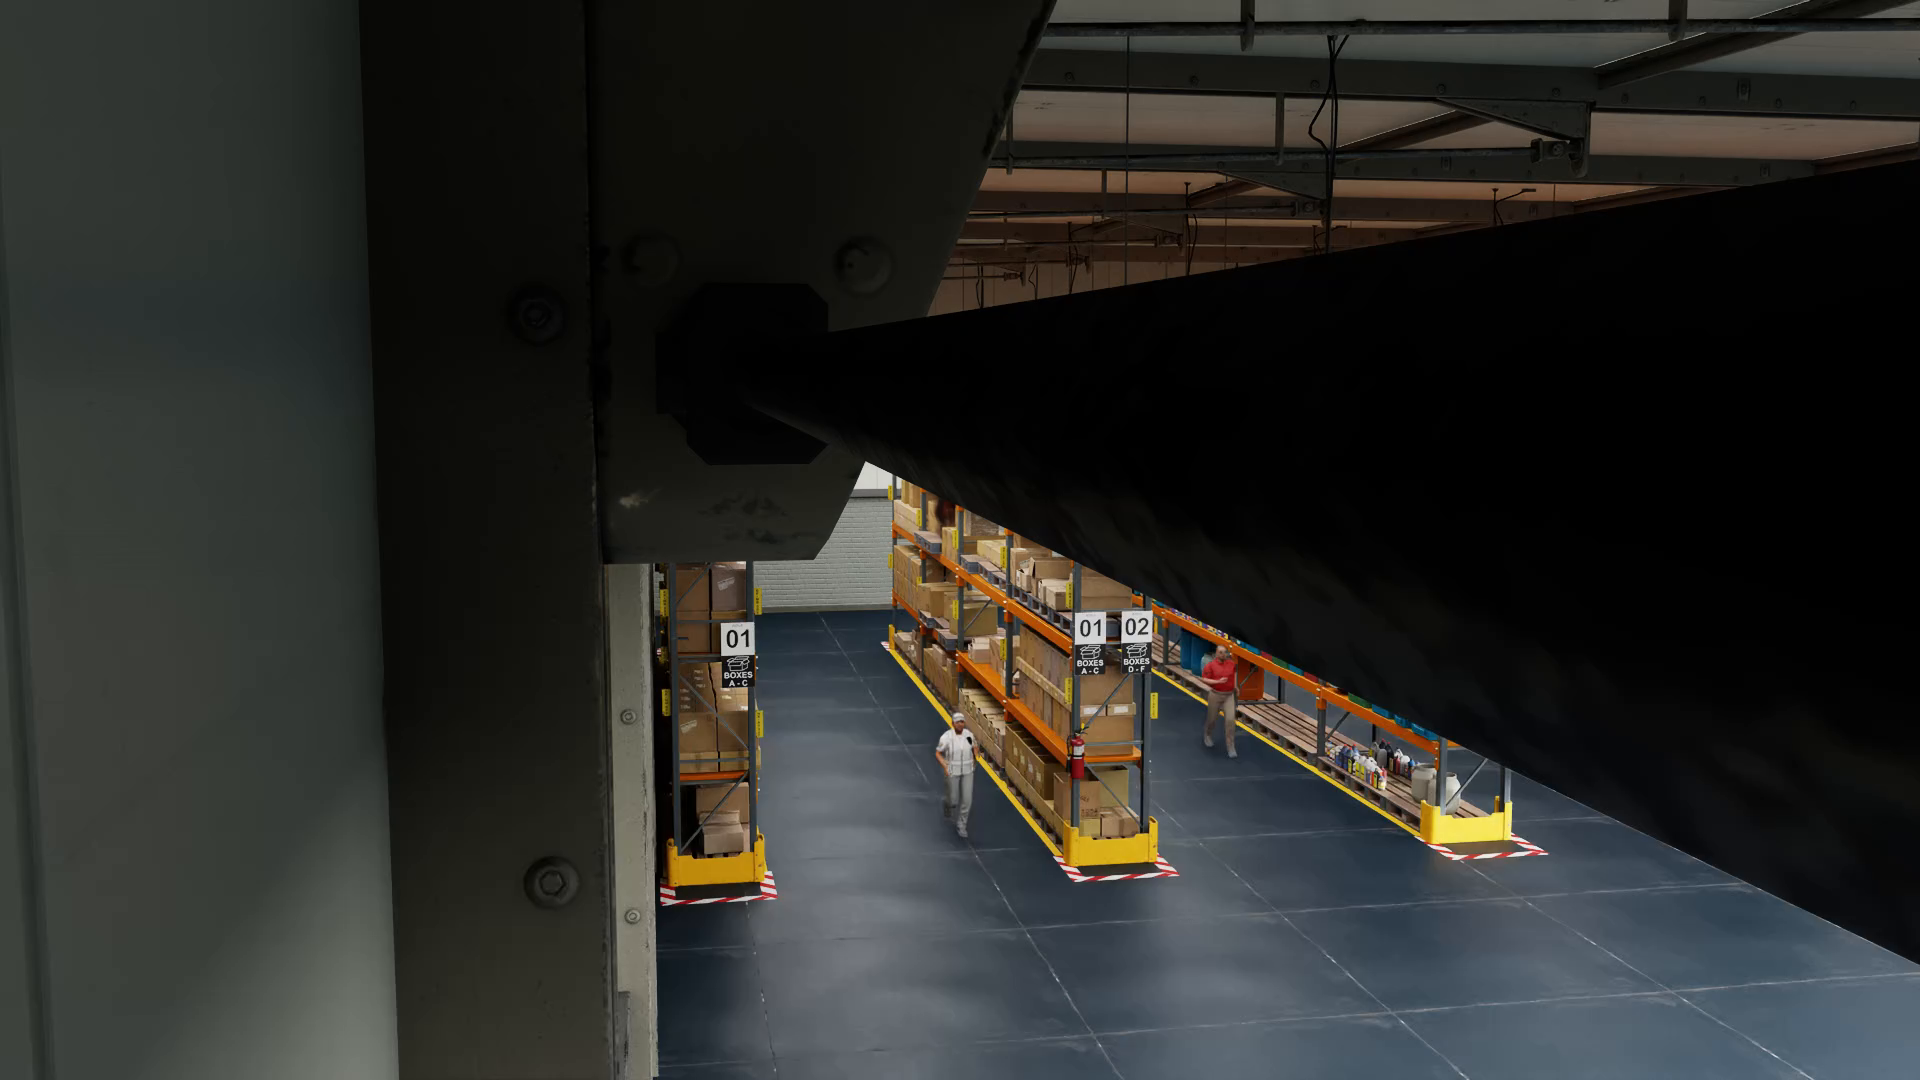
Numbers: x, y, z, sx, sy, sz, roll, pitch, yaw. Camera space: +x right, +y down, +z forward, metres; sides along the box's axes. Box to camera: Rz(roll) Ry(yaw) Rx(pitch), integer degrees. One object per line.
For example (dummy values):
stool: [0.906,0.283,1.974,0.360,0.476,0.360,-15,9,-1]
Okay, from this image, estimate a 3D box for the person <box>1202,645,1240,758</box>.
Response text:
person: [4.211,2.557,26.805,0.657,1.731,0.951,-1,6,-9]

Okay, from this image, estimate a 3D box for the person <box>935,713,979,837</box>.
person: [-0.025,3.120,22.354,0.609,1.635,0.663,-2,6,-15]
